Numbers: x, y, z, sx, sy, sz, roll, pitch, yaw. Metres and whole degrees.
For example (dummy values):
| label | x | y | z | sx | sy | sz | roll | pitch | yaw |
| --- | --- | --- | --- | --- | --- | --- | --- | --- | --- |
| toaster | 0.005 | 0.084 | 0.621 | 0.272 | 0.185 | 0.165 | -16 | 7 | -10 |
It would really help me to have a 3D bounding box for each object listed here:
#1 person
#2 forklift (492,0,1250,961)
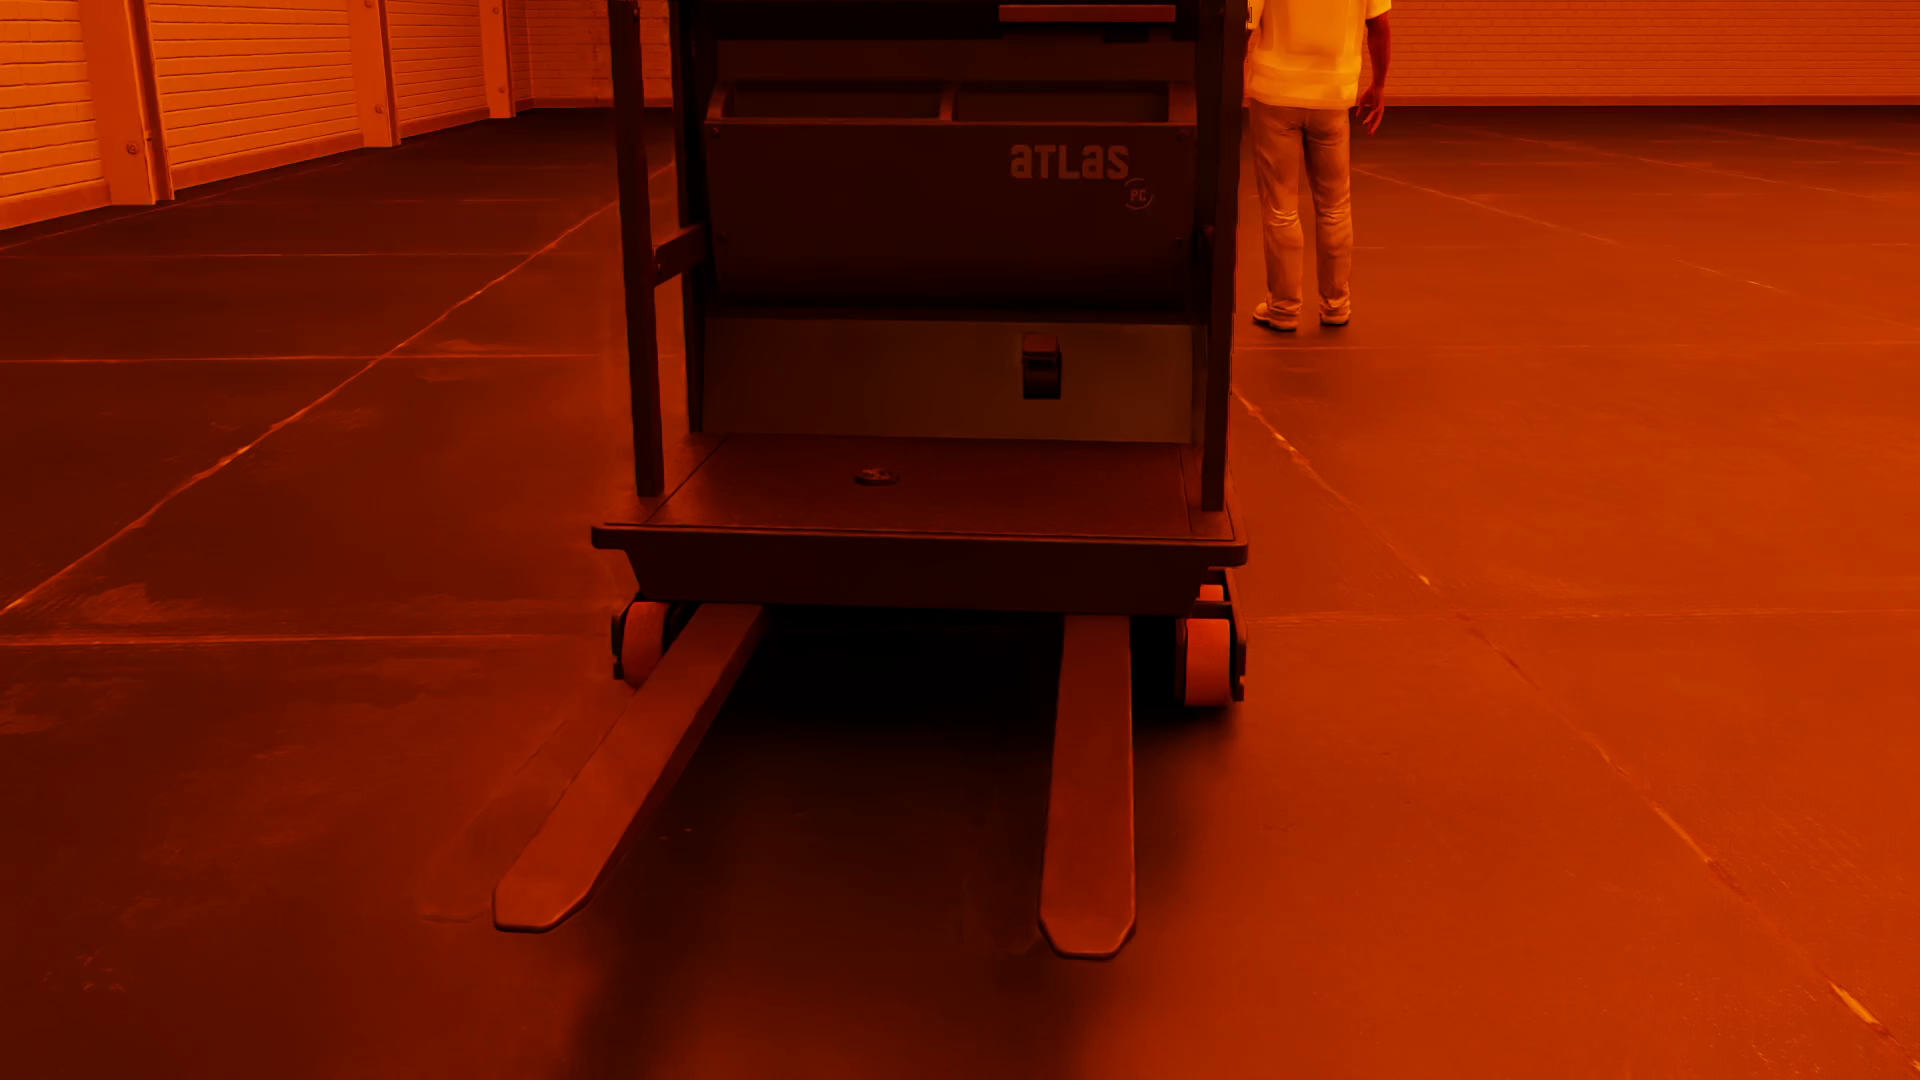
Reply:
| label | x | y | z | sx | sy | sz | roll | pitch | yaw |
| --- | --- | --- | --- | --- | --- | --- | --- | --- | --- |
| person | 1.317 | -1.719 | 6.494 | 0.666 | 1.766 | 0.577 | -1 | 17 | -2 |
| forklift | -0.035 | -1.204 | 2.843 | 1.130 | 2.935 | 3.031 | 2 | 17 | 5 |
